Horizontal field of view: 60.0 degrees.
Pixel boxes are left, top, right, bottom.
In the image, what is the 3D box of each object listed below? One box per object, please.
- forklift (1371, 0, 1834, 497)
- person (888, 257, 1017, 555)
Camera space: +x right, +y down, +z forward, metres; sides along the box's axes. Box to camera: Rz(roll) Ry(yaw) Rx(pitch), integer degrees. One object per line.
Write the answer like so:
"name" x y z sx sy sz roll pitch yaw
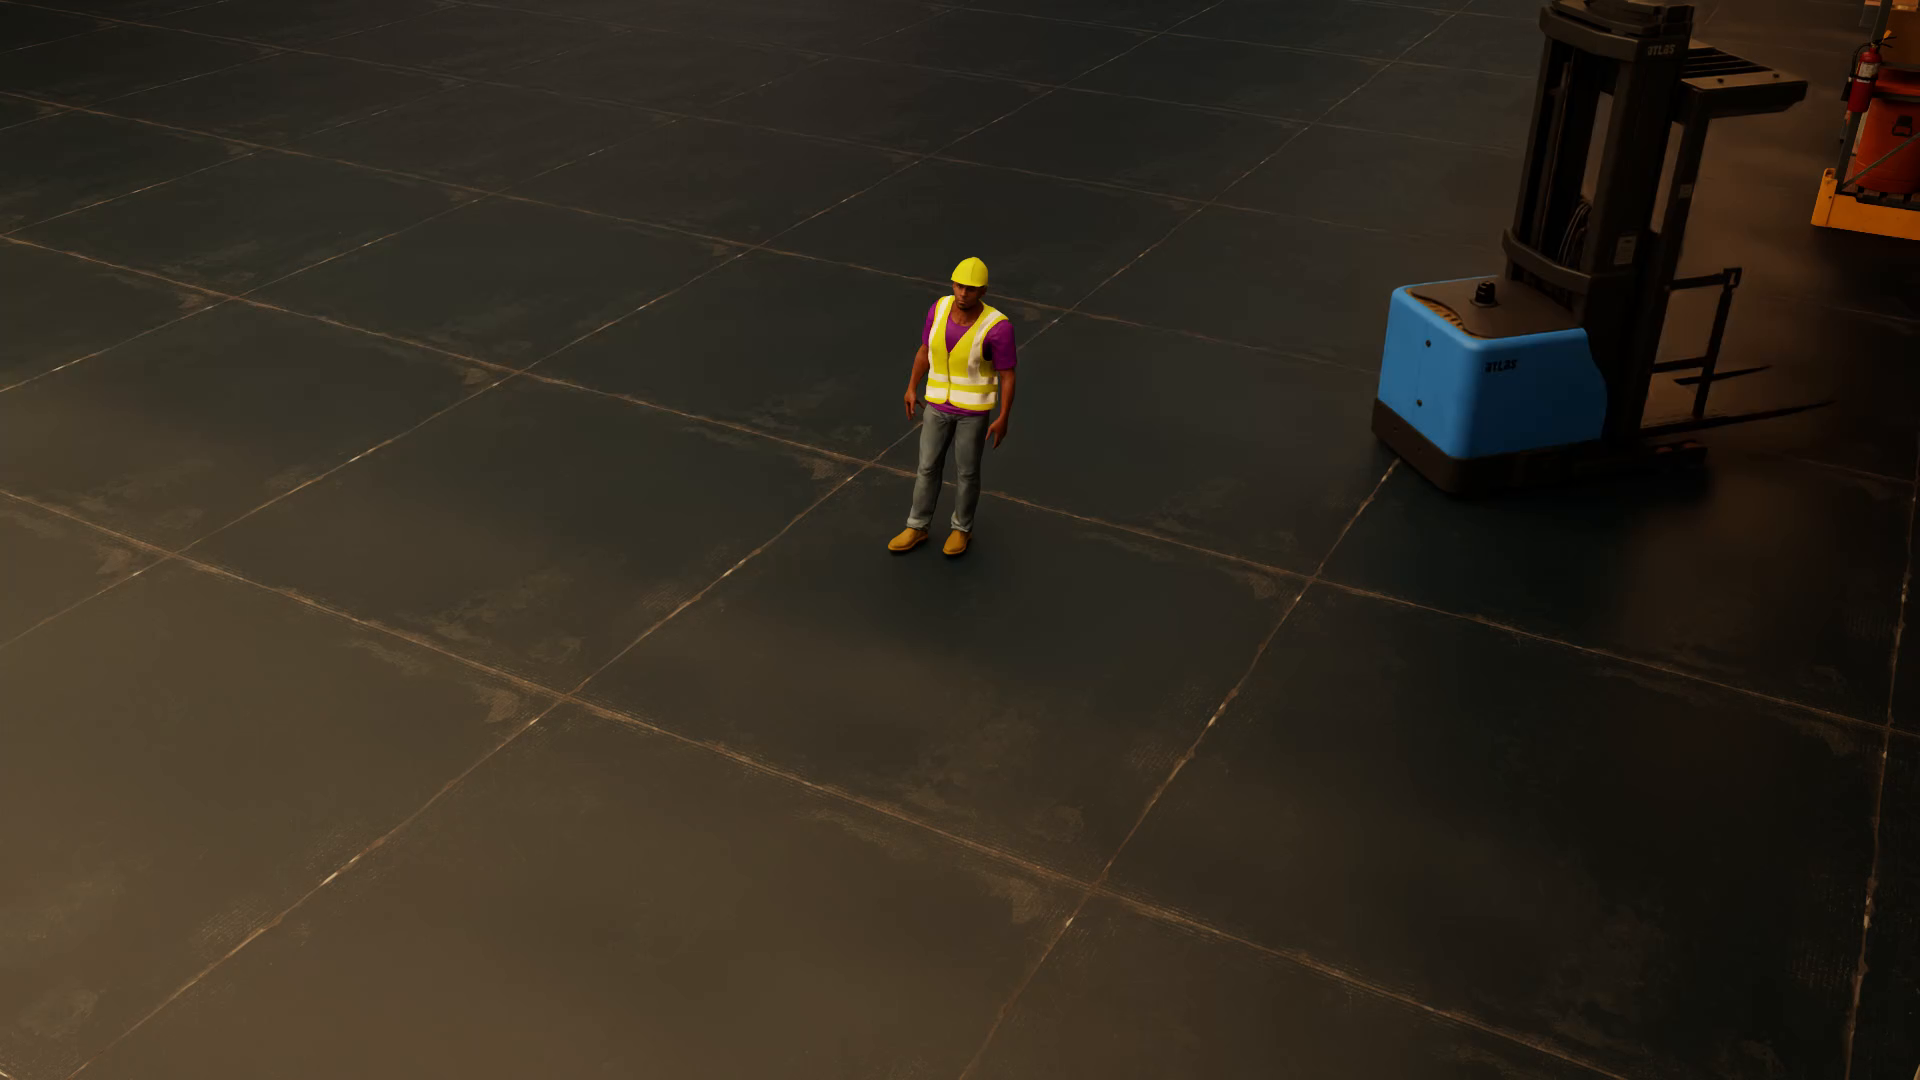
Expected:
"forklift" 4.329 -1.950 10.450 3.031 2.935 1.130 -9 31 -15
"person" -0.039 -0.743 9.508 0.665 1.765 0.577 15 33 25
